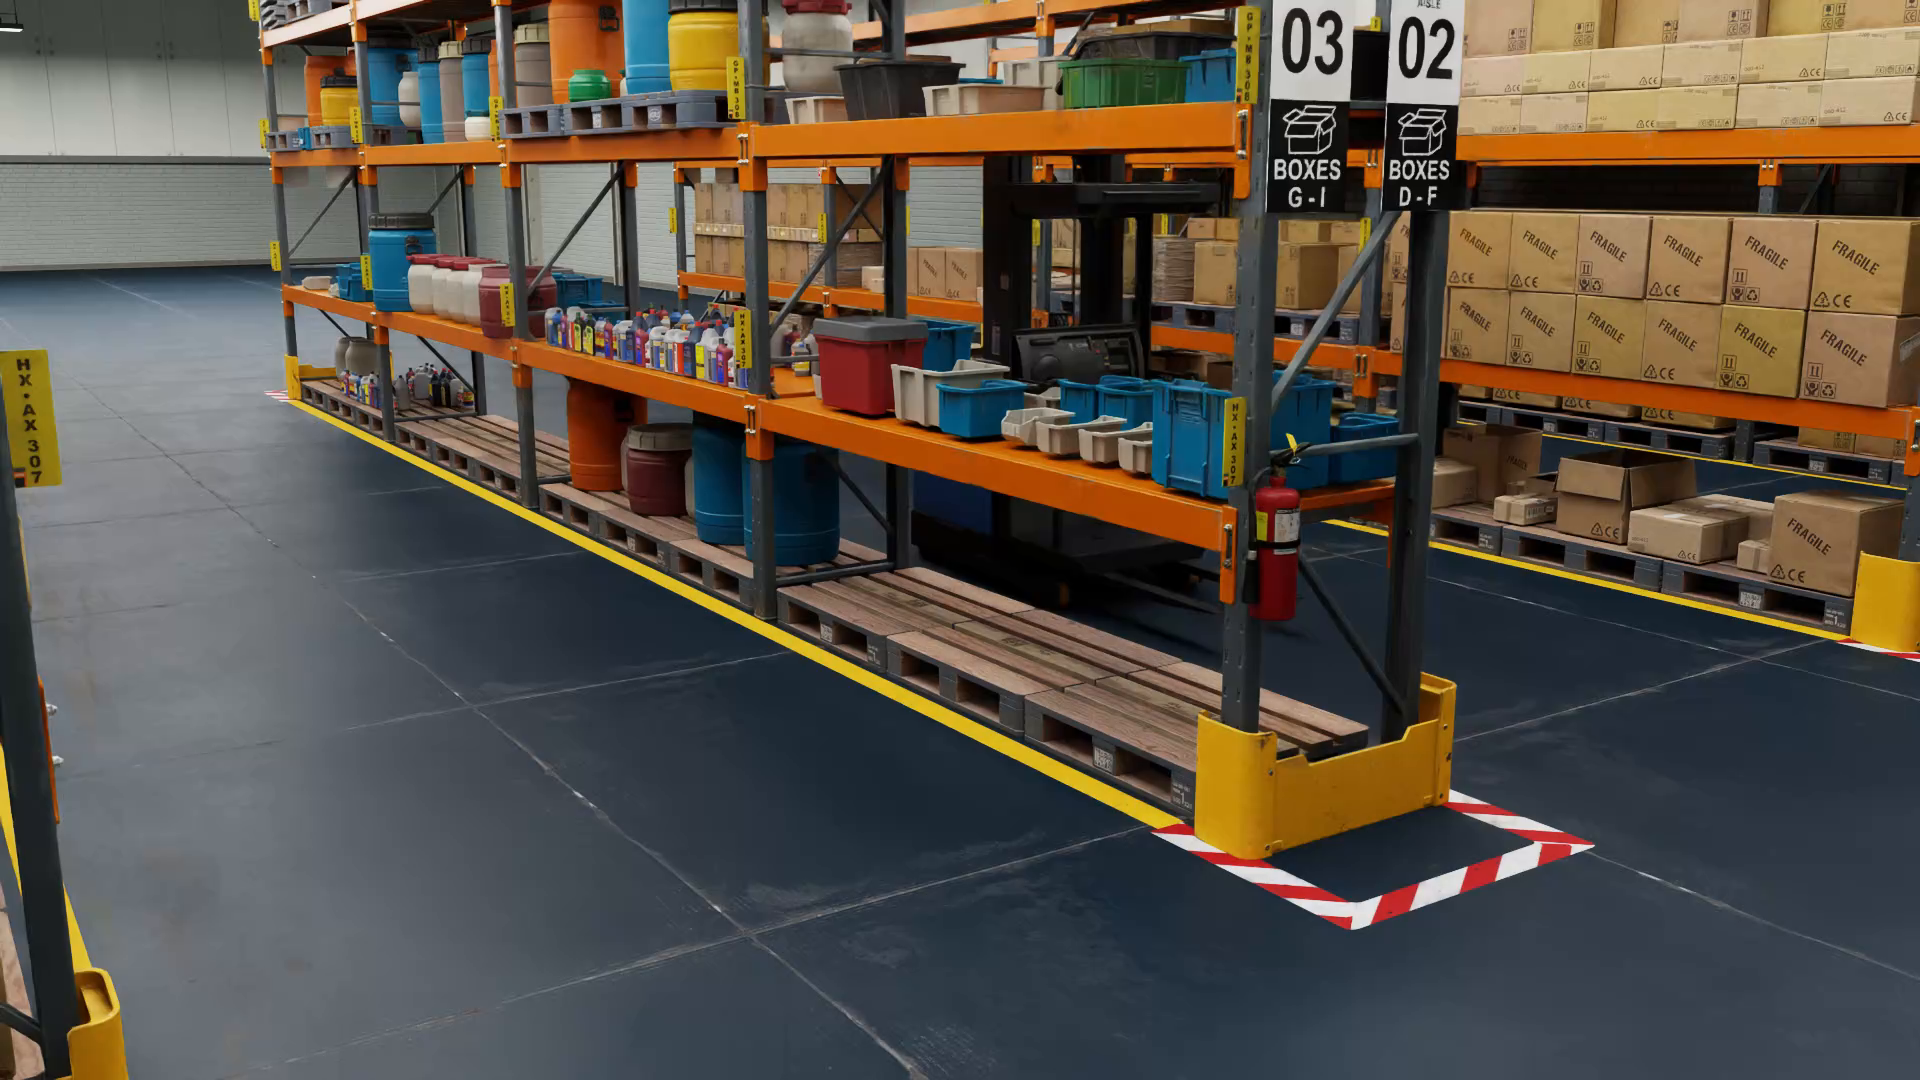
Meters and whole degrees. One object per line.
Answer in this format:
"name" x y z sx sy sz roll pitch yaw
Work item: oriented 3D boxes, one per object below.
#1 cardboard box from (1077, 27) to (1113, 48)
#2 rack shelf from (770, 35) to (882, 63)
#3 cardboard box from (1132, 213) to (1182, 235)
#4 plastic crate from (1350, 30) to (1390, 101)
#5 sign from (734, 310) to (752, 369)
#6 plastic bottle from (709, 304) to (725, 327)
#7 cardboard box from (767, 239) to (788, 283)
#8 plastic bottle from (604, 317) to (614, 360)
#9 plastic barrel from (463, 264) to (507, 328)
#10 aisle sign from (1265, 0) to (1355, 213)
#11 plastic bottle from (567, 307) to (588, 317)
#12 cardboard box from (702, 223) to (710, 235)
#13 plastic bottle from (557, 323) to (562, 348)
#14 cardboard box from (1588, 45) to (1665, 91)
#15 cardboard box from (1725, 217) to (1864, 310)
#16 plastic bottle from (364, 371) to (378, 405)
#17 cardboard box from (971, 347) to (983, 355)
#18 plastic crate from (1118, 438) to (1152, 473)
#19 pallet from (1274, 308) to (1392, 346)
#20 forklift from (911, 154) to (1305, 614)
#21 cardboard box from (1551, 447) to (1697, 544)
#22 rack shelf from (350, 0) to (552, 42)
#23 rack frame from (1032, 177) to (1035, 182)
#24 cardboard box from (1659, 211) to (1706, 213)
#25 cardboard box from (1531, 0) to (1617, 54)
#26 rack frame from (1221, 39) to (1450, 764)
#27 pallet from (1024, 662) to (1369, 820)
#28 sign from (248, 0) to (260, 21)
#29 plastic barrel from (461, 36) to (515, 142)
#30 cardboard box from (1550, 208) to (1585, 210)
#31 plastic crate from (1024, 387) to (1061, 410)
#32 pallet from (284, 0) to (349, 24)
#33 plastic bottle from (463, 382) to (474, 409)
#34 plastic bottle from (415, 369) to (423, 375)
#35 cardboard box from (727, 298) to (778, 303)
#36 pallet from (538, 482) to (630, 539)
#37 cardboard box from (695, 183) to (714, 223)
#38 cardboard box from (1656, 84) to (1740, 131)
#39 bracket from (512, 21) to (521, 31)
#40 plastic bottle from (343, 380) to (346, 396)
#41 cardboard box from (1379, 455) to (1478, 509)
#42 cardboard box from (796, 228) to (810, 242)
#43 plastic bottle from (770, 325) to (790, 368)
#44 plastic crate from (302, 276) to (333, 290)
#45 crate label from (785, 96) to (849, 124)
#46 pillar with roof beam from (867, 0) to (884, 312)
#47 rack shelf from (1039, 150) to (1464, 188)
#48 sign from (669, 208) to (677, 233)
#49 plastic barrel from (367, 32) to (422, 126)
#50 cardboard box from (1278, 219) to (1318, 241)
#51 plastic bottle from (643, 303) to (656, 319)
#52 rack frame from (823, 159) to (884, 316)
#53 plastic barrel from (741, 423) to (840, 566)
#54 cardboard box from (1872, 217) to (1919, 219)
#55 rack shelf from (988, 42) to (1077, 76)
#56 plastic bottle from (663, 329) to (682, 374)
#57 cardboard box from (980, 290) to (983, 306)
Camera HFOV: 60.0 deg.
"cardboard box" 1.385 -4.280 14.817 0.500 0.500 0.500 -8 15 -33
"rack shelf" -2.176 -5.807 19.971 1.077 0.370 4.000 -8 15 -33
"cardboard box" 2.534 -4.004 21.701 0.500 0.500 0.500 -8 15 -33
"plastic crate" 1.473 -1.850 6.586 0.497 0.269 0.590 -8 15 -33
"sign" -1.220 -1.129 9.356 0.100 0.325 0.005 -8 15 -33
"plastic bottle" -1.712 -1.488 11.761 0.144 0.351 0.185 -8 15 -33
"cardboard box" -1.892 -3.377 20.048 0.700 0.500 0.500 -8 15 -32
"plastic bottle" -2.405 -1.387 11.456 0.061 0.283 0.133 -8 15 -33
"plastic barrel" -3.959 -2.057 13.987 0.421 0.512 0.421 0 12 0
"aisle sign" 1.251 -1.570 5.934 0.394 0.787 0.004 -8 15 -33
"plastic bottle" -2.880 -1.612 12.504 0.152 0.276 0.135 -8 15 -33
"cardboard box" -3.098 -4.002 21.390 0.380 0.149 0.250 -9 15 -34
"plastic bottle" -2.912 -1.517 12.241 0.097 0.201 0.097 0 12 0
"cardboard box" 4.250 -2.897 10.247 0.500 0.250 0.500 -8 15 -33
"cardboard box" 4.824 -1.607 9.613 0.500 0.500 0.500 -8 14 -31
"plastic bottle" -6.076 -1.574 17.210 0.144 0.351 0.185 -8 15 -33
"cardboard box" 0.238 -1.894 17.643 0.500 0.311 0.500 -8 15 -33
"plastic crate" 0.852 -0.371 7.016 0.396 0.136 0.243 -8 15 -33
"pallet" 3.012 -1.706 13.089 1.003 0.211 1.213 -8 15 -33
"forklift" 0.865 -1.132 10.179 1.130 2.935 3.031 -8 14 -31
"cardboard box" 4.409 -0.306 11.054 0.797 0.503 0.637 -8 15 -33
"rack shelf" -4.086 -4.510 14.040 1.077 0.370 4.000 -8 15 -33
"rack frame" 0.837 -4.366 24.803 1.000 3.000 0.127 -8 15 -33
"cardboard box" 6.739 -2.947 15.582 0.500 0.250 0.500 -8 15 -32
"cardboard box" 4.107 -3.371 10.660 0.700 0.500 0.500 -8 15 -33
"rack frame" 1.455 -0.347 6.429 1.000 3.000 0.127 -8 15 -33
"pallet" 1.030 0.864 7.418 1.003 0.211 1.213 -8 15 -33
"sign" -7.870 -5.957 18.528 0.100 0.325 0.005 -8 15 -33
"plastic barrel" -4.007 -3.894 14.454 0.600 0.901 0.708 -8 15 -33
"cardboard box" 6.302 -3.279 17.102 0.500 0.250 0.500 -9 15 -34
"plastic crate" 0.454 -0.685 8.450 0.293 0.136 0.466 -8 15 -33
"pallet" -6.354 -5.485 17.259 1.003 0.211 1.213 -8 15 -33
"plastic bottle" -5.005 -1.472 16.929 0.097 0.271 0.097 0 12 0
"plastic bottle" -5.834 -1.730 18.096 0.152 0.276 0.135 -9 15 -34
"cardboard box" -2.740 -2.947 22.013 0.500 0.500 0.500 -8 15 -33
"pallet" -2.506 -0.273 12.614 1.003 0.211 1.213 -8 15 -33
"cardboard box" -3.007 -4.367 21.540 0.700 0.500 0.500 -8 15 -33
"cardboard box" 4.521 -2.563 9.890 0.500 0.250 0.500 -8 15 -33
"bracket" -11.417 -13.185 42.665 0.235 0.232 0.430 -8 15 -33
"plastic bottle" -6.608 -1.663 17.966 0.097 0.201 0.097 0 12 0
"cardboard box" 3.417 -0.446 12.142 0.500 0.311 0.500 -8 15 -33
"cardboard box" -1.680 -3.546 19.305 0.380 0.149 0.250 -9 15 -34
"plastic bottle" -1.214 -1.290 11.031 0.152 0.276 0.135 -8 15 -33
"plastic crate" -7.182 -2.867 18.567 0.298 0.136 0.250 -8 15 -33
"crate label" -0.731 -2.274 8.835 0.293 0.136 0.466 -8 15 -33
"pillar with roof beam" -4.963 -7.832 26.611 9.100 9.000 0.400 -8 15 -33
"rack shelf" 2.256 -3.114 13.743 1.077 0.370 4.000 -8 15 -33
"sign" -3.750 -4.176 21.723 0.100 0.325 0.005 -8 15 -33
"plastic barrel" -5.656 -4.587 16.637 0.600 0.901 0.708 -8 15 -33
"cardboard box" 4.002 -3.610 20.083 0.700 0.500 0.500 -6 14 -25
"plastic bottle" -2.398 -1.692 12.849 0.061 0.283 0.133 -8 15 -33
"rack frame" -1.068 -3.067 18.866 1.000 3.000 0.127 -8 15 -33
"plastic barrel" -1.049 -0.338 10.313 0.600 0.901 0.708 -8 15 -33
"cardboard box" 5.554 -1.580 9.493 0.500 0.500 0.500 -8 14 -31
"rack shelf" 1.946 -6.588 22.613 1.077 0.370 4.000 -8 15 -33
"plastic bottle" -1.805 -1.209 10.657 0.152 0.276 0.135 -8 15 -33
"cardboard box" 0.420 -2.360 16.222 0.380 0.149 0.250 -8 15 -33
